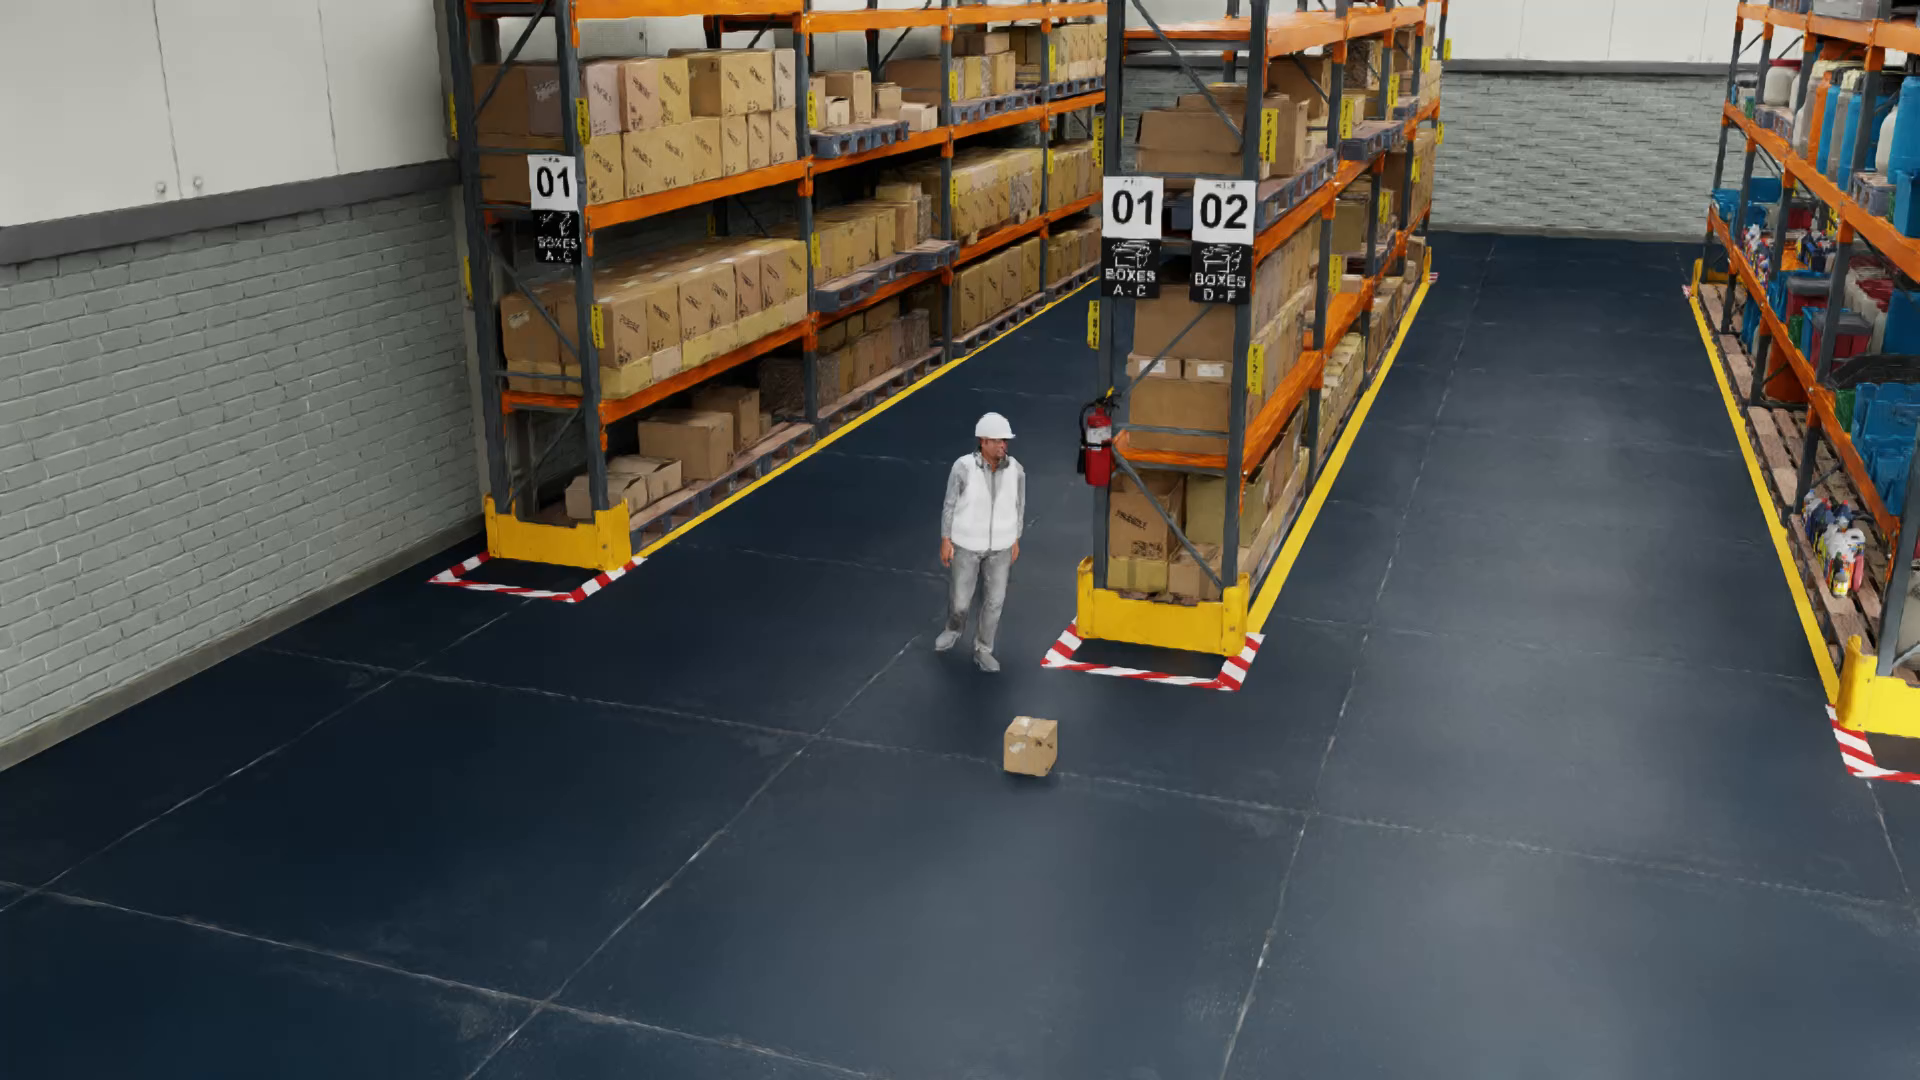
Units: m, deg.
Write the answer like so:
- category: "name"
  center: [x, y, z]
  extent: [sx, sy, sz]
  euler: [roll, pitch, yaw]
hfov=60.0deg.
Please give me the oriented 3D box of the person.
- category: "person"
  center: [0.136, -0.005, 11.030]
  extent: [0.586, 1.766, 0.558]
  euler: [-5, 19, -14]
